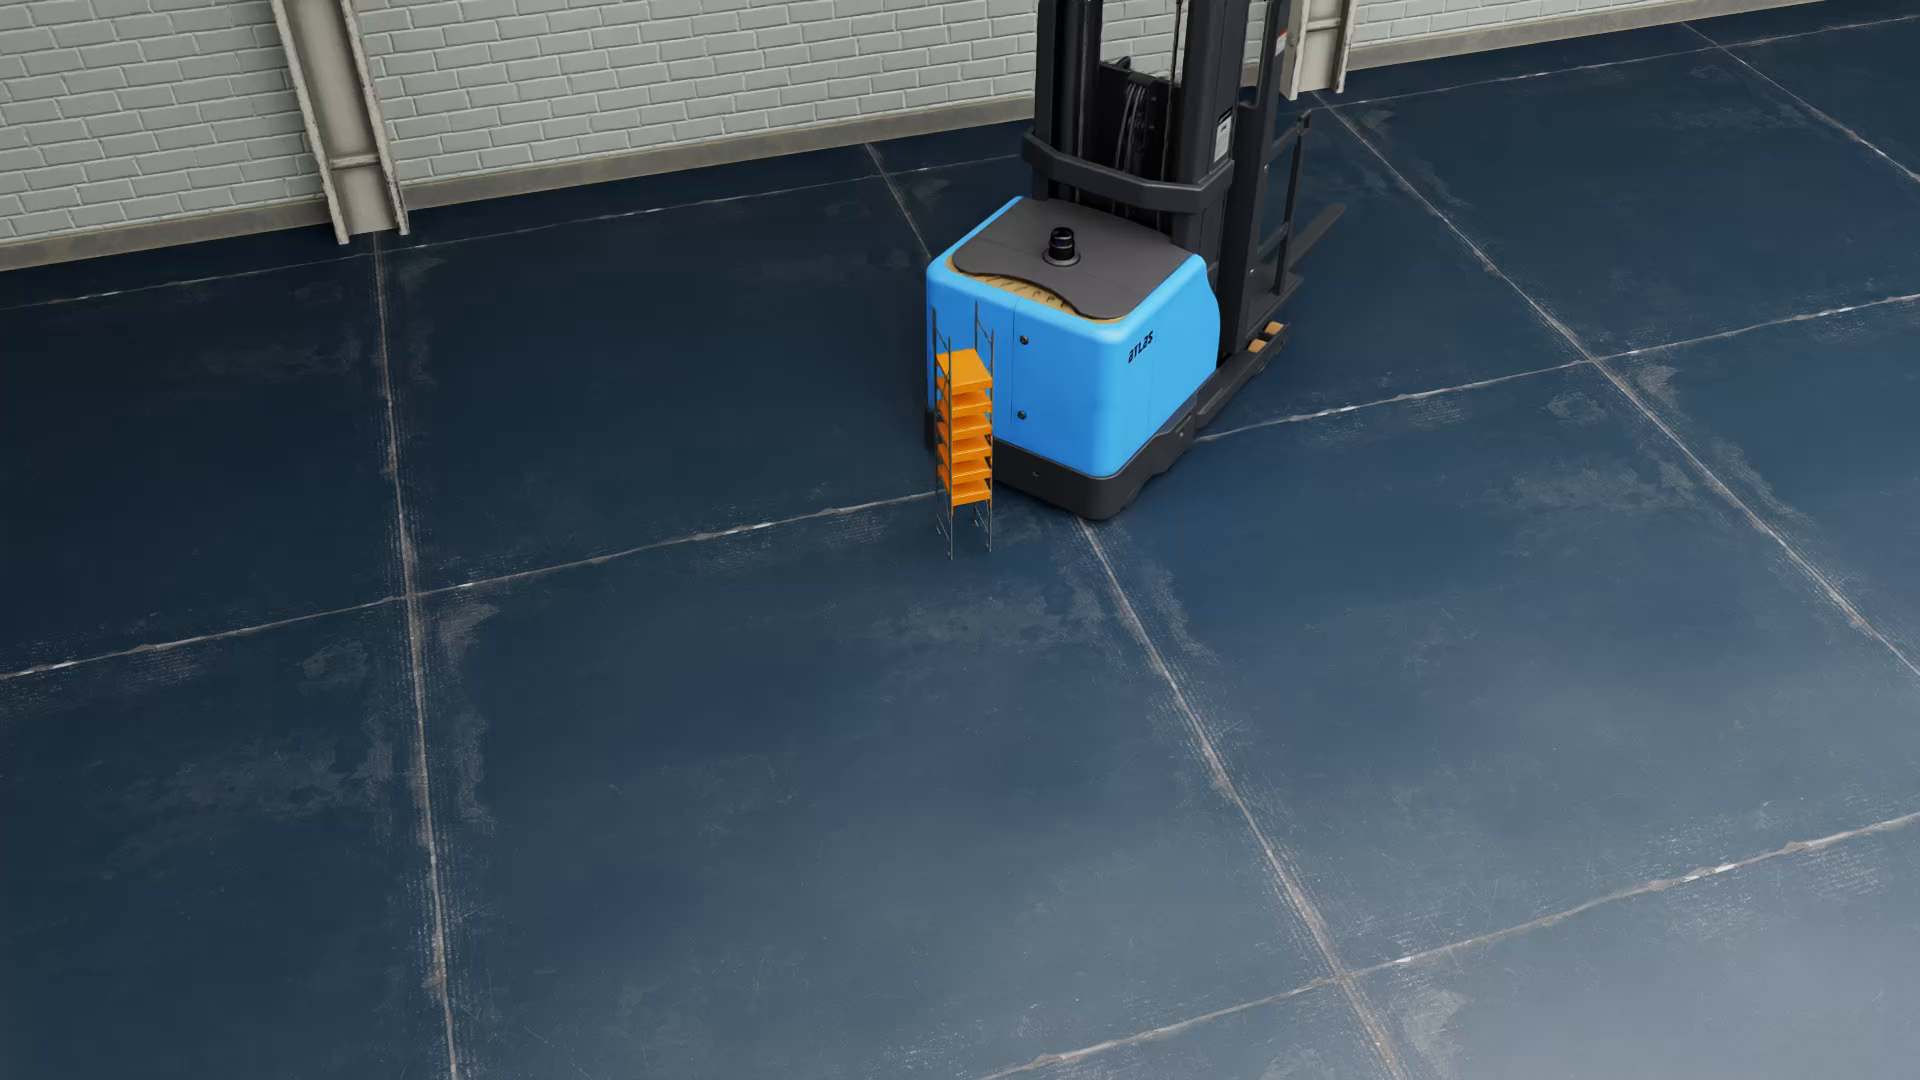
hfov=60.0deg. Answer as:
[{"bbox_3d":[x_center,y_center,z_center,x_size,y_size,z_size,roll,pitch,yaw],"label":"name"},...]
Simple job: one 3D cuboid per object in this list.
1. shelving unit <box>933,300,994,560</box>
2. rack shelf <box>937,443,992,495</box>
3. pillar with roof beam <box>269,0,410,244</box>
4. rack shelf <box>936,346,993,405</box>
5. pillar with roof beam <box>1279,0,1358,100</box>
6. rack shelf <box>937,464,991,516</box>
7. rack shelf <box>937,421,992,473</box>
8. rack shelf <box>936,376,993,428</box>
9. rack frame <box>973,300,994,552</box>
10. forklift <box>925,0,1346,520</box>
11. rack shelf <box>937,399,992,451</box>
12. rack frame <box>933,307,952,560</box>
[{"bbox_3d":[0.014,-0.455,7.208,0.189,1.200,0.258,-12,42,-13],"label":"shelving unit"},{"bbox_3d":[0.014,-0.331,7.316,0.180,0.103,0.258,-12,42,-13],"label":"rack shelf"},{"bbox_3d":[-2.130,-2.518,3.643,0.400,9.000,9.100,-12,42,-13],"label":"pillar with roof beam"},{"bbox_3d":[0.014,-0.692,7.000,0.180,0.103,0.258,-12,42,-13],"label":"rack shelf"},{"bbox_3d":[3.593,-3.704,5.000,0.400,9.000,9.100,-12,42,-13],"label":"pillar with roof beam"},{"bbox_3d":[0.014,-0.241,7.395,0.180,0.103,0.258,-12,42,-13],"label":"rack shelf"},{"bbox_3d":[0.014,-0.421,7.237,0.180,0.103,0.258,-12,42,-13],"label":"rack shelf"},{"bbox_3d":[0.014,-0.602,7.079,0.180,0.103,0.258,-12,42,-13],"label":"rack shelf"},{"bbox_3d":[0.101,-0.473,7.229,0.006,1.200,0.240,-12,42,-13],"label":"rack frame"},{"bbox_3d":[1.071,-2.134,7.815,1.130,2.935,3.031,24,46,25],"label":"forklift"},{"bbox_3d":[0.014,-0.512,7.158,0.180,0.103,0.258,-12,42,-13],"label":"rack shelf"},{"bbox_3d":[-0.073,-0.437,7.187,0.006,1.200,0.240,-12,42,-13],"label":"rack frame"}]
